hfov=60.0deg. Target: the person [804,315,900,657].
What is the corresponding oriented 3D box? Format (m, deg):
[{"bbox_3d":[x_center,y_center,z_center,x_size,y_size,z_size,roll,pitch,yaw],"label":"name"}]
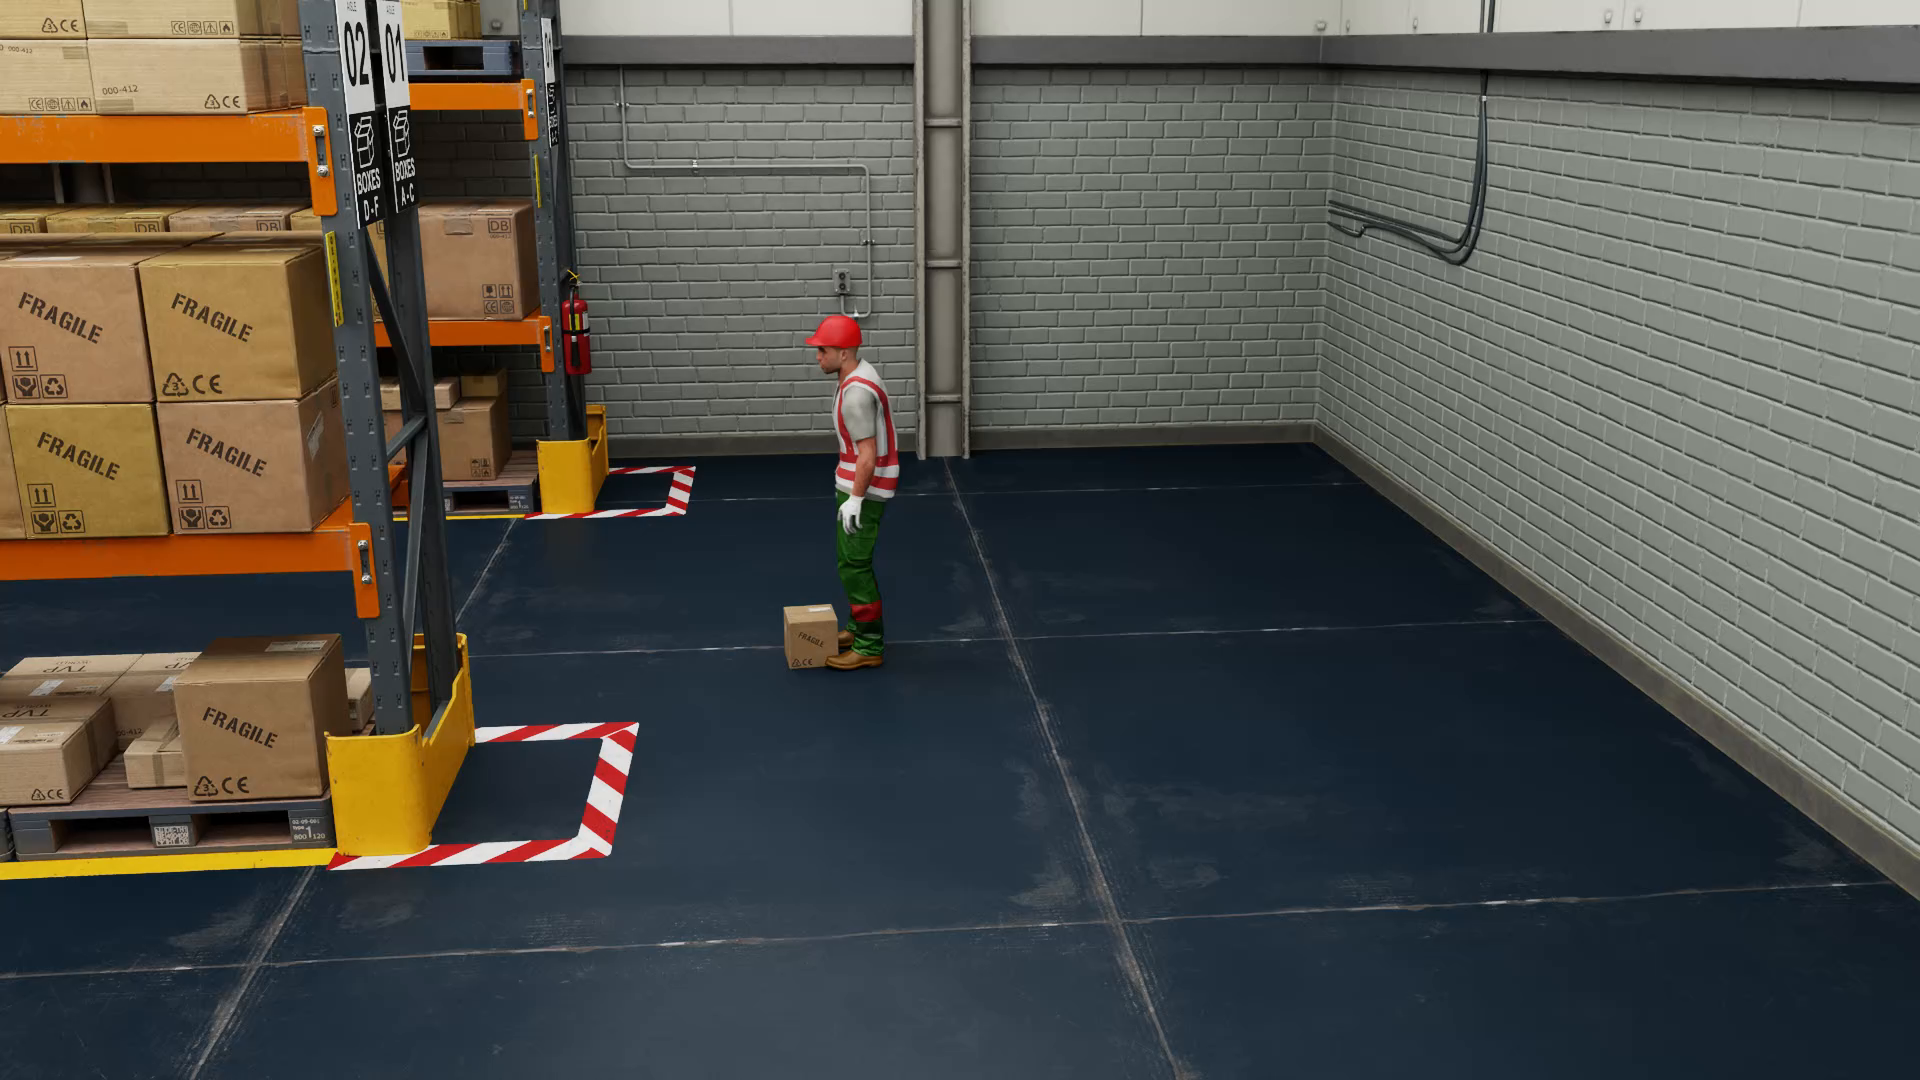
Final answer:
[{"bbox_3d":[-0.533,-0.271,8.323,0.453,1.720,0.579,-2,17,-6],"label":"person"}]
